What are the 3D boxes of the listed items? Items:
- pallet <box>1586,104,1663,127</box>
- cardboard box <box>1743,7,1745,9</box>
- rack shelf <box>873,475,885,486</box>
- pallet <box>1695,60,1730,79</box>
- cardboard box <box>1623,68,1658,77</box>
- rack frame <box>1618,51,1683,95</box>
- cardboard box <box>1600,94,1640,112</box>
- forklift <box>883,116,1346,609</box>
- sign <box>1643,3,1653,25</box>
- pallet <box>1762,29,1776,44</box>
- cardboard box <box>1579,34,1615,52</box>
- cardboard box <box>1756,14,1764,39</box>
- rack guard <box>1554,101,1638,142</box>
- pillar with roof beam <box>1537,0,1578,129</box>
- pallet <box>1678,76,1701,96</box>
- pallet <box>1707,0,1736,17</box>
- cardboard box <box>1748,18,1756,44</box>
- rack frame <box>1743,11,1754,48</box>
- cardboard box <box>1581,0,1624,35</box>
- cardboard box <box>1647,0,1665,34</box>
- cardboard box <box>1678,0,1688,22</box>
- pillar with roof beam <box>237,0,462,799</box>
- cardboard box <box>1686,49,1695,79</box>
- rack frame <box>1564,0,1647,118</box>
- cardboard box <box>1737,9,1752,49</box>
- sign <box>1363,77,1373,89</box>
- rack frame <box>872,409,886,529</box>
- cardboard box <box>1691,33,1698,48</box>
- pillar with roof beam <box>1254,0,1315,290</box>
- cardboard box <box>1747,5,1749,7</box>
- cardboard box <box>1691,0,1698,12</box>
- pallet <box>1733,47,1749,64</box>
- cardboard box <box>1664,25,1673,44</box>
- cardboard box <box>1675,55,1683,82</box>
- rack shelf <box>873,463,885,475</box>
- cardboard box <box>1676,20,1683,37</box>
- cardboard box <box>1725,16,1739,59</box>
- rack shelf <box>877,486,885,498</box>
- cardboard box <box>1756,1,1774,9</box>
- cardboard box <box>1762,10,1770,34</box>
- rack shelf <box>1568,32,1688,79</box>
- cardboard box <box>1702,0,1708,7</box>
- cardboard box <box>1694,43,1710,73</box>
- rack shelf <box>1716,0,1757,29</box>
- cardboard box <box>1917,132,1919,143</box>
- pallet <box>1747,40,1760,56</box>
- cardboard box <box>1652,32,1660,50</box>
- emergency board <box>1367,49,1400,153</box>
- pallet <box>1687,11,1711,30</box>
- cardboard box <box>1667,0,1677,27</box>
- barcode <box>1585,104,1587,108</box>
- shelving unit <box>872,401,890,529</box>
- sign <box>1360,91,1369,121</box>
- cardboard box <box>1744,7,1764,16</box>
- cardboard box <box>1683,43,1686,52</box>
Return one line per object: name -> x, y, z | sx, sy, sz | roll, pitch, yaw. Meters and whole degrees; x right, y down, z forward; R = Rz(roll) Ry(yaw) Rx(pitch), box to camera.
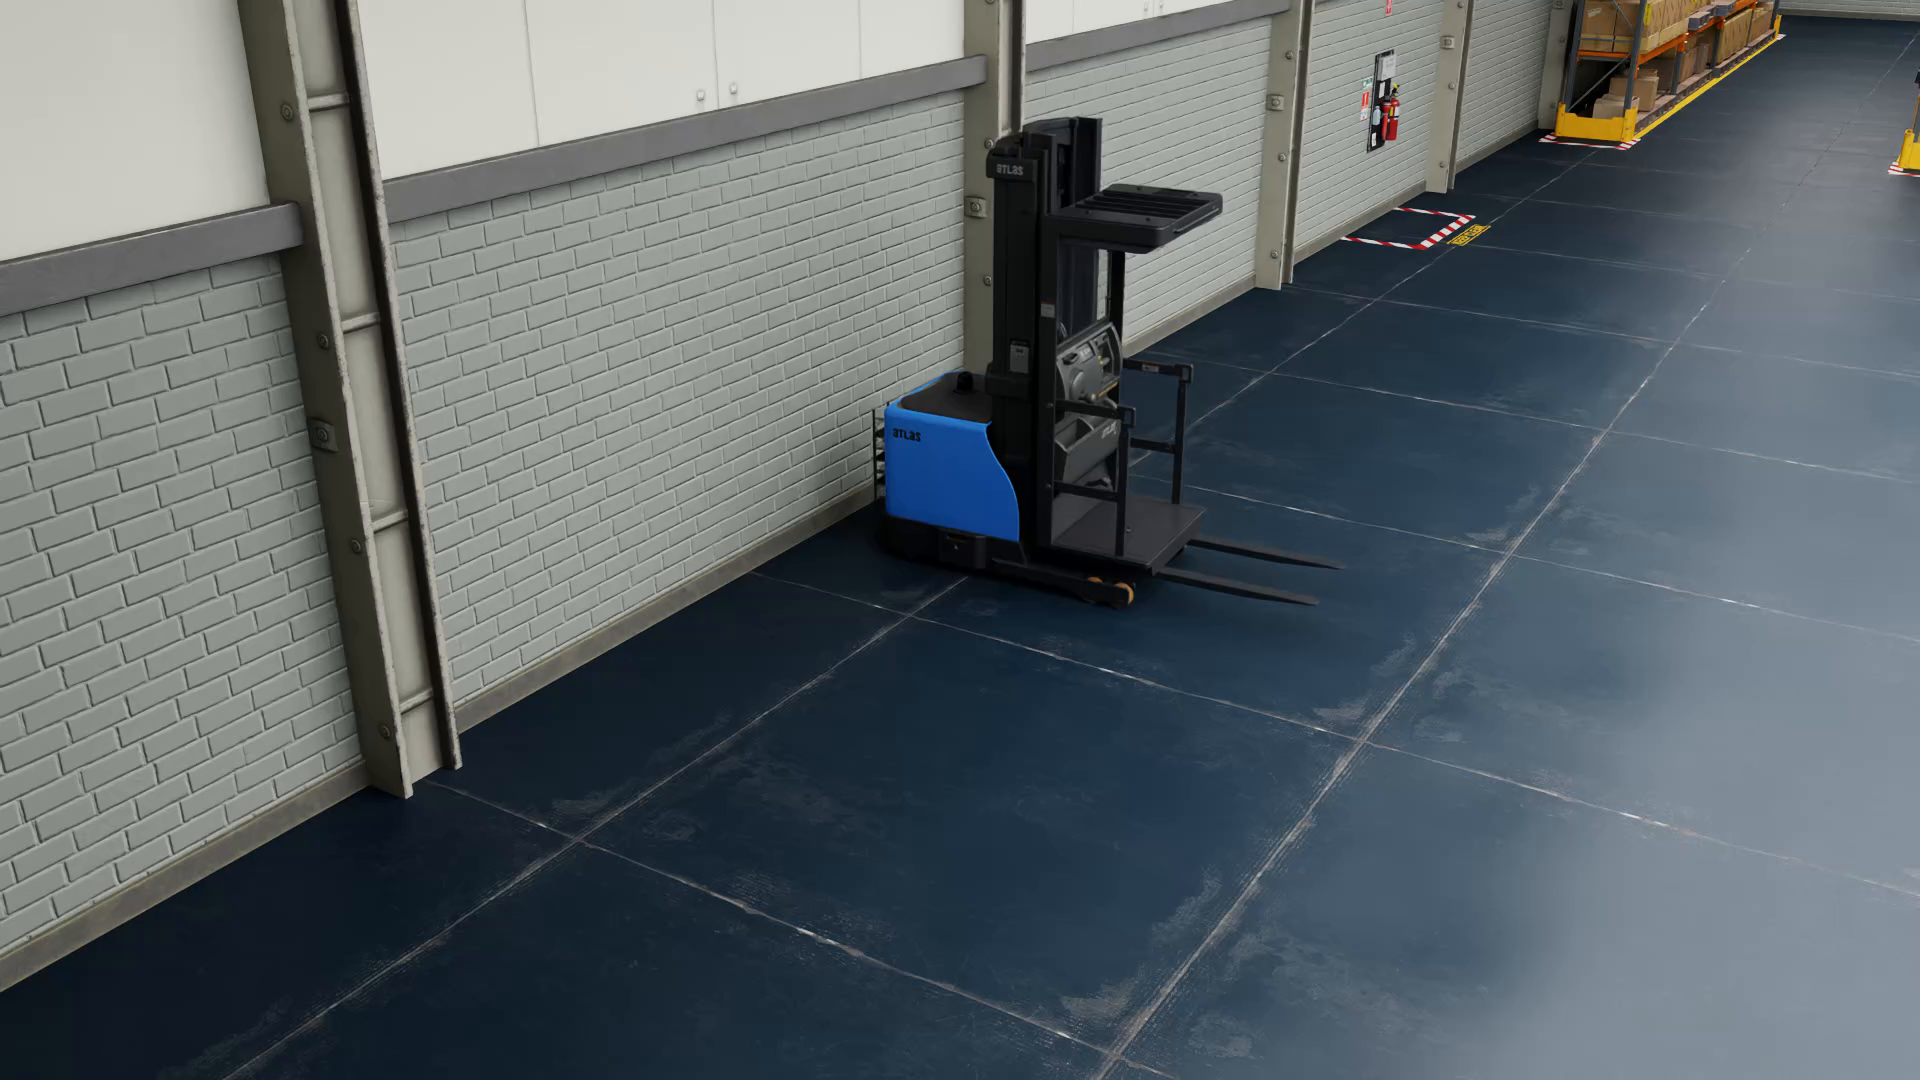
pallet -> 11.260, -7.235, 28.196 | 1.003, 0.211, 1.213 | 14, 27, 29
cardboard box -> 17.232, -11.781, 36.989 | 0.380, 0.149, 0.250 | 14, 27, 29
rack shelf -> -0.457, -0.400, 11.851 | 0.258, 0.077, 0.200 | 12, 26, 25
pallet -> 14.817, -9.482, 33.388 | 1.003, 0.211, 1.213 | 14, 27, 29
cardboard box -> 11.714, -7.858, 28.718 | 0.500, 0.500, 0.500 | 12, 26, 25
rack frame -> 12.227, -9.162, 29.137 | 1.000, 3.000, 0.127 | 14, 27, 29
cardboard box -> 10.859, -7.187, 27.406 | 0.500, 0.311, 0.500 | 16, 28, 33
forklift -> 1.020, -1.141, 10.697 | 3.031, 2.935, 1.130 | 12, 26, 25
sign -> 10.578, -8.095, 25.584 | 0.100, 0.325, 0.005 | 14, 27, 29
pallet -> 18.202, -11.646, 38.386 | 1.003, 0.211, 1.213 | 14, 27, 29
cardboard box -> 10.199, -7.950, 26.503 | 0.500, 0.250, 0.500 | 14, 27, 30
cardboard box -> 17.469, -11.480, 37.110 | 0.700, 0.500, 0.500 | 15, 27, 30
rack guard -> 10.157, -6.690, 26.575 | 1.175, 0.500, 0.348 | 14, 27, 29
pillar with roof beam -> 13.409, -10.080, 23.708 | 9.100, 9.000, 0.400 | 14, 27, 29
pallet -> 13.279, -8.558, 31.254 | 1.003, 0.211, 1.213 | 14, 27, 29
pallet -> 14.052, -10.161, 31.687 | 1.213, 0.211, 1.003 | 14, 27, 29
cardboard box -> 16.929, -11.138, 36.321 | 0.700, 0.500, 0.500 | 14, 27, 30
rack frame -> 16.447, -11.862, 35.375 | 1.000, 3.000, 0.127 | 14, 27, 29
cardboard box -> 10.185, -8.300, 26.366 | 0.500, 0.500, 0.500 | 14, 27, 28
cardboard box -> 10.894, -8.359, 26.503 | 0.500, 0.500, 0.500 | 14, 27, 29
cardboard box -> 11.982, -9.052, 28.104 | 0.500, 0.500, 0.500 | 14, 27, 29
pillar with roof beam -> 0.749, -1.980, 4.996 | 9.100, 9.000, 0.400 | 14, 27, 29
cardboard box -> 13.393, -8.989, 31.332 | 0.700, 0.500, 0.500 | 14, 27, 29
rack frame -> 10.117, -7.812, 26.019 | 1.000, 3.000, 0.127 | 14, 27, 29
cardboard box -> 16.215, -10.821, 35.149 | 0.750, 0.750, 0.750 | 14, 27, 30
sign -> 4.881, -5.472, 19.903 | 0.001, 0.109, 0.331 | 14, 27, 29
rack frame -> -0.504, -0.478, 11.720 | 0.240, 0.900, 0.006 | 12, 26, 25
cardboard box -> 13.648, -9.477, 31.516 | 0.500, 0.250, 0.500 | 14, 27, 30
pillar with roof beam -> 7.079, -6.030, 14.352 | 9.100, 9.000, 0.400 | 14, 27, 29
cardboard box -> 17.502, -11.954, 37.388 | 0.380, 0.149, 0.250 | 14, 27, 29
cardboard box -> 12.826, -9.761, 29.843 | 0.700, 0.500, 0.500 | 17, 29, 34
pallet -> 16.104, -10.306, 35.290 | 1.003, 0.211, 1.213 | 14, 27, 29
cardboard box -> 11.449, -8.369, 27.471 | 0.500, 0.250, 0.500 | 14, 27, 29
cardboard box -> 12.831, -8.653, 30.556 | 0.700, 0.500, 0.500 | 13, 27, 28
rack shelf -> -0.457, -0.483, 11.816 | 0.258, 0.077, 0.200 | 12, 26, 25
cardboard box -> 11.965, -8.712, 28.263 | 0.500, 0.250, 0.500 | 14, 27, 29
cardboard box -> 15.304, -10.233, 33.789 | 0.750, 0.750, 0.750 | 14, 27, 29
rack shelf -> -0.456, -0.317, 11.887 | 0.258, 0.077, 0.200 | 12, 26, 25
cardboard box -> 18.360, -12.216, 37.995 | 0.380, 0.149, 0.250 | 14, 27, 28
cardboard box -> 18.009, -11.831, 37.922 | 0.700, 0.500, 0.500 | 14, 27, 29
rack shelf -> 11.172, -8.157, 27.721 | 1.077, 0.370, 4.000 | 14, 27, 29
cardboard box -> 13.460, -10.174, 30.795 | 0.700, 0.500, 0.500 | 14, 27, 29
cardboard box -> 14.002, -9.313, 32.079 | 0.700, 0.500, 0.500 | 14, 27, 30
rack shelf -> 15.392, -10.857, 33.958 | 1.077, 0.370, 4.000 | 14, 27, 29
cardboard box -> 14.360, -5.949, 24.648 | 0.500, 0.250, 0.500 | 14, 27, 29
pallet -> 16.915, -10.822, 36.484 | 1.003, 0.211, 1.213 | 14, 27, 29
cardboard box -> 10.906, -8.028, 26.683 | 0.500, 0.250, 0.500 | 13, 27, 27
emergency board -> 5.251, -5.378, 20.397 | 0.194, 1.169, 0.643 | 14, 27, 29
pallet -> 12.754, -9.301, 29.701 | 1.003, 0.211, 1.213 | 14, 27, 29
cardboard box -> 11.434, -8.709, 27.311 | 0.500, 0.500, 0.500 | 15, 27, 31
barcode -> 10.228, -7.088, 27.167 | 0.001, 0.075, 0.075 | 14, 27, 29
shelving unit -> -0.457, -0.513, 11.802 | 0.258, 0.900, 0.210 | 12, 26, 25
sign -> 4.872, -5.229, 20.009 | 0.001, 0.329, 0.234 | 14, 27, 29
cardboard box -> 17.540, -11.690, 36.778 | 0.380, 0.149, 0.250 | 13, 27, 27
cardboard box -> 13.102, -9.138, 30.732 | 0.500, 0.250, 0.500 | 13, 27, 27
